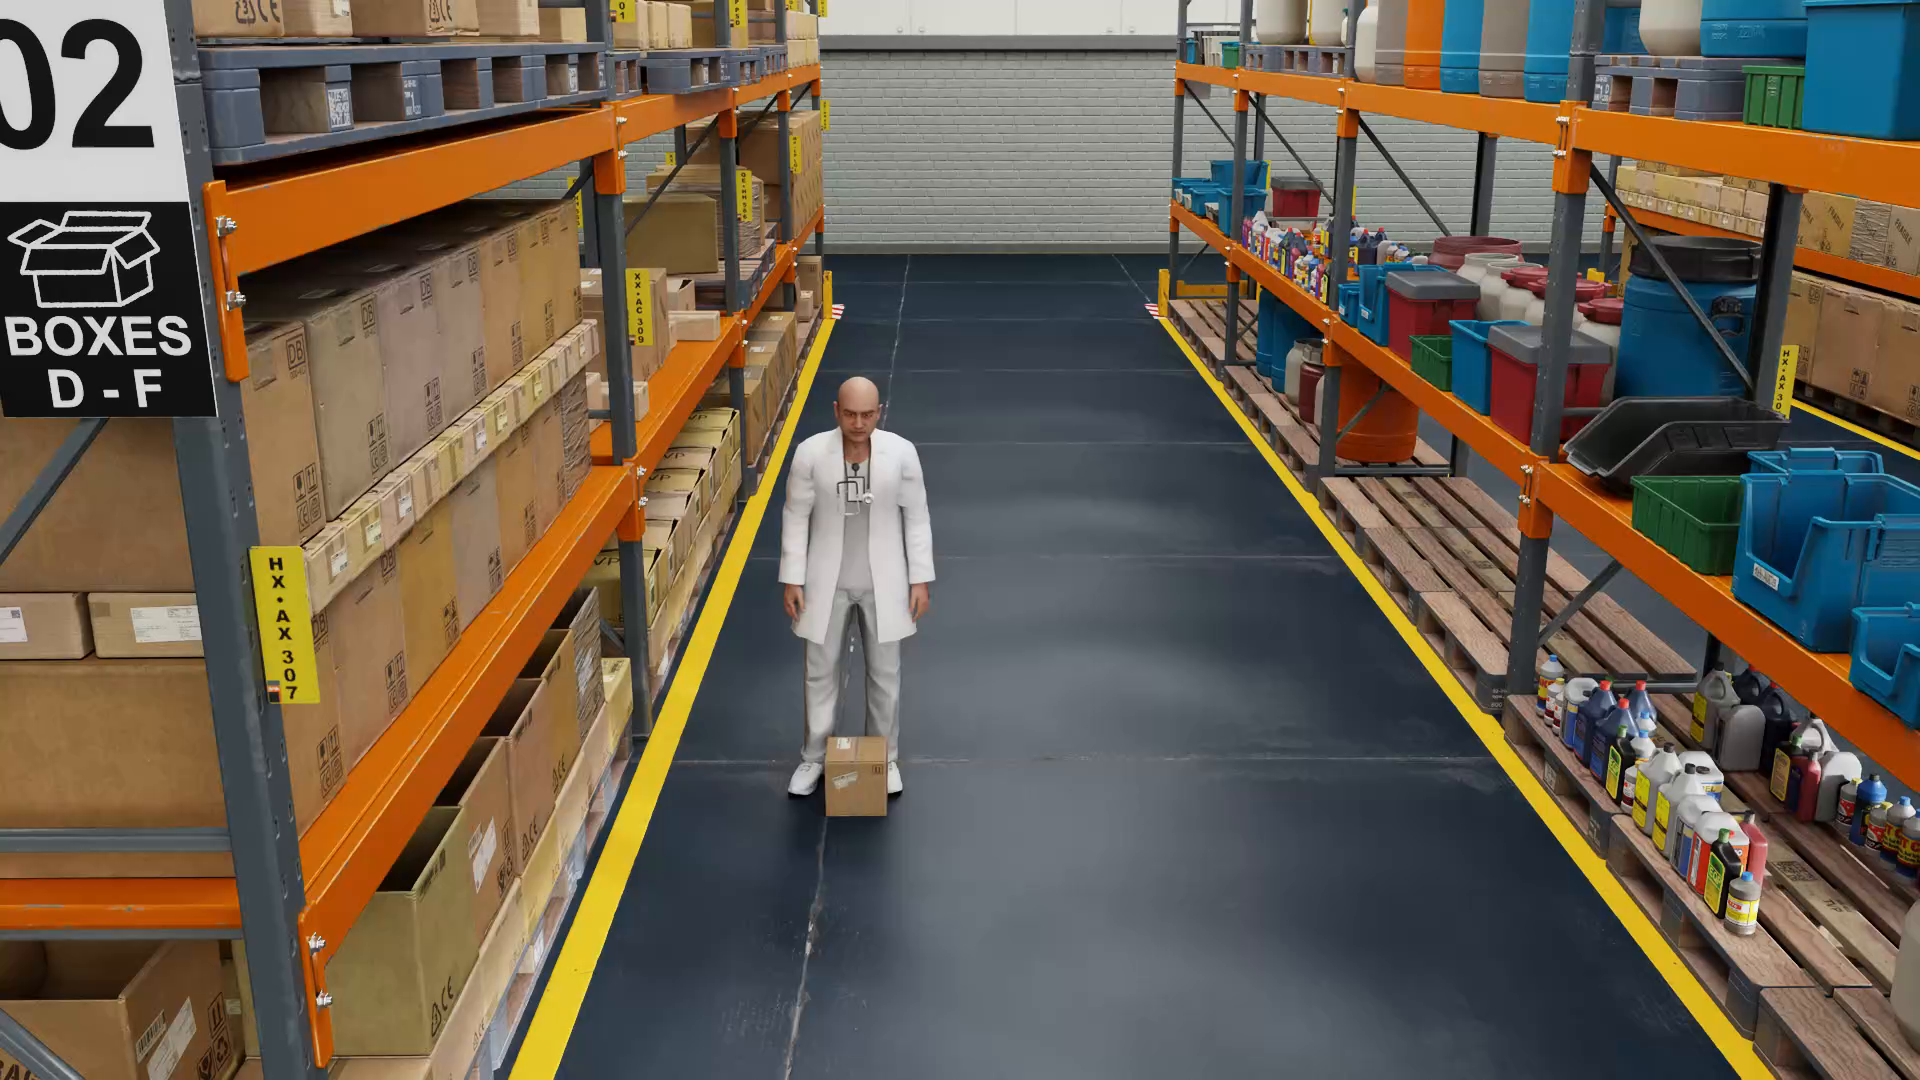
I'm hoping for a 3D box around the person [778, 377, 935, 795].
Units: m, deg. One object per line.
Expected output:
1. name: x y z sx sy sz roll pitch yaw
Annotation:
1. person: -0.430 0.187 6.952 0.655 1.775 0.419 -1 17 -3
